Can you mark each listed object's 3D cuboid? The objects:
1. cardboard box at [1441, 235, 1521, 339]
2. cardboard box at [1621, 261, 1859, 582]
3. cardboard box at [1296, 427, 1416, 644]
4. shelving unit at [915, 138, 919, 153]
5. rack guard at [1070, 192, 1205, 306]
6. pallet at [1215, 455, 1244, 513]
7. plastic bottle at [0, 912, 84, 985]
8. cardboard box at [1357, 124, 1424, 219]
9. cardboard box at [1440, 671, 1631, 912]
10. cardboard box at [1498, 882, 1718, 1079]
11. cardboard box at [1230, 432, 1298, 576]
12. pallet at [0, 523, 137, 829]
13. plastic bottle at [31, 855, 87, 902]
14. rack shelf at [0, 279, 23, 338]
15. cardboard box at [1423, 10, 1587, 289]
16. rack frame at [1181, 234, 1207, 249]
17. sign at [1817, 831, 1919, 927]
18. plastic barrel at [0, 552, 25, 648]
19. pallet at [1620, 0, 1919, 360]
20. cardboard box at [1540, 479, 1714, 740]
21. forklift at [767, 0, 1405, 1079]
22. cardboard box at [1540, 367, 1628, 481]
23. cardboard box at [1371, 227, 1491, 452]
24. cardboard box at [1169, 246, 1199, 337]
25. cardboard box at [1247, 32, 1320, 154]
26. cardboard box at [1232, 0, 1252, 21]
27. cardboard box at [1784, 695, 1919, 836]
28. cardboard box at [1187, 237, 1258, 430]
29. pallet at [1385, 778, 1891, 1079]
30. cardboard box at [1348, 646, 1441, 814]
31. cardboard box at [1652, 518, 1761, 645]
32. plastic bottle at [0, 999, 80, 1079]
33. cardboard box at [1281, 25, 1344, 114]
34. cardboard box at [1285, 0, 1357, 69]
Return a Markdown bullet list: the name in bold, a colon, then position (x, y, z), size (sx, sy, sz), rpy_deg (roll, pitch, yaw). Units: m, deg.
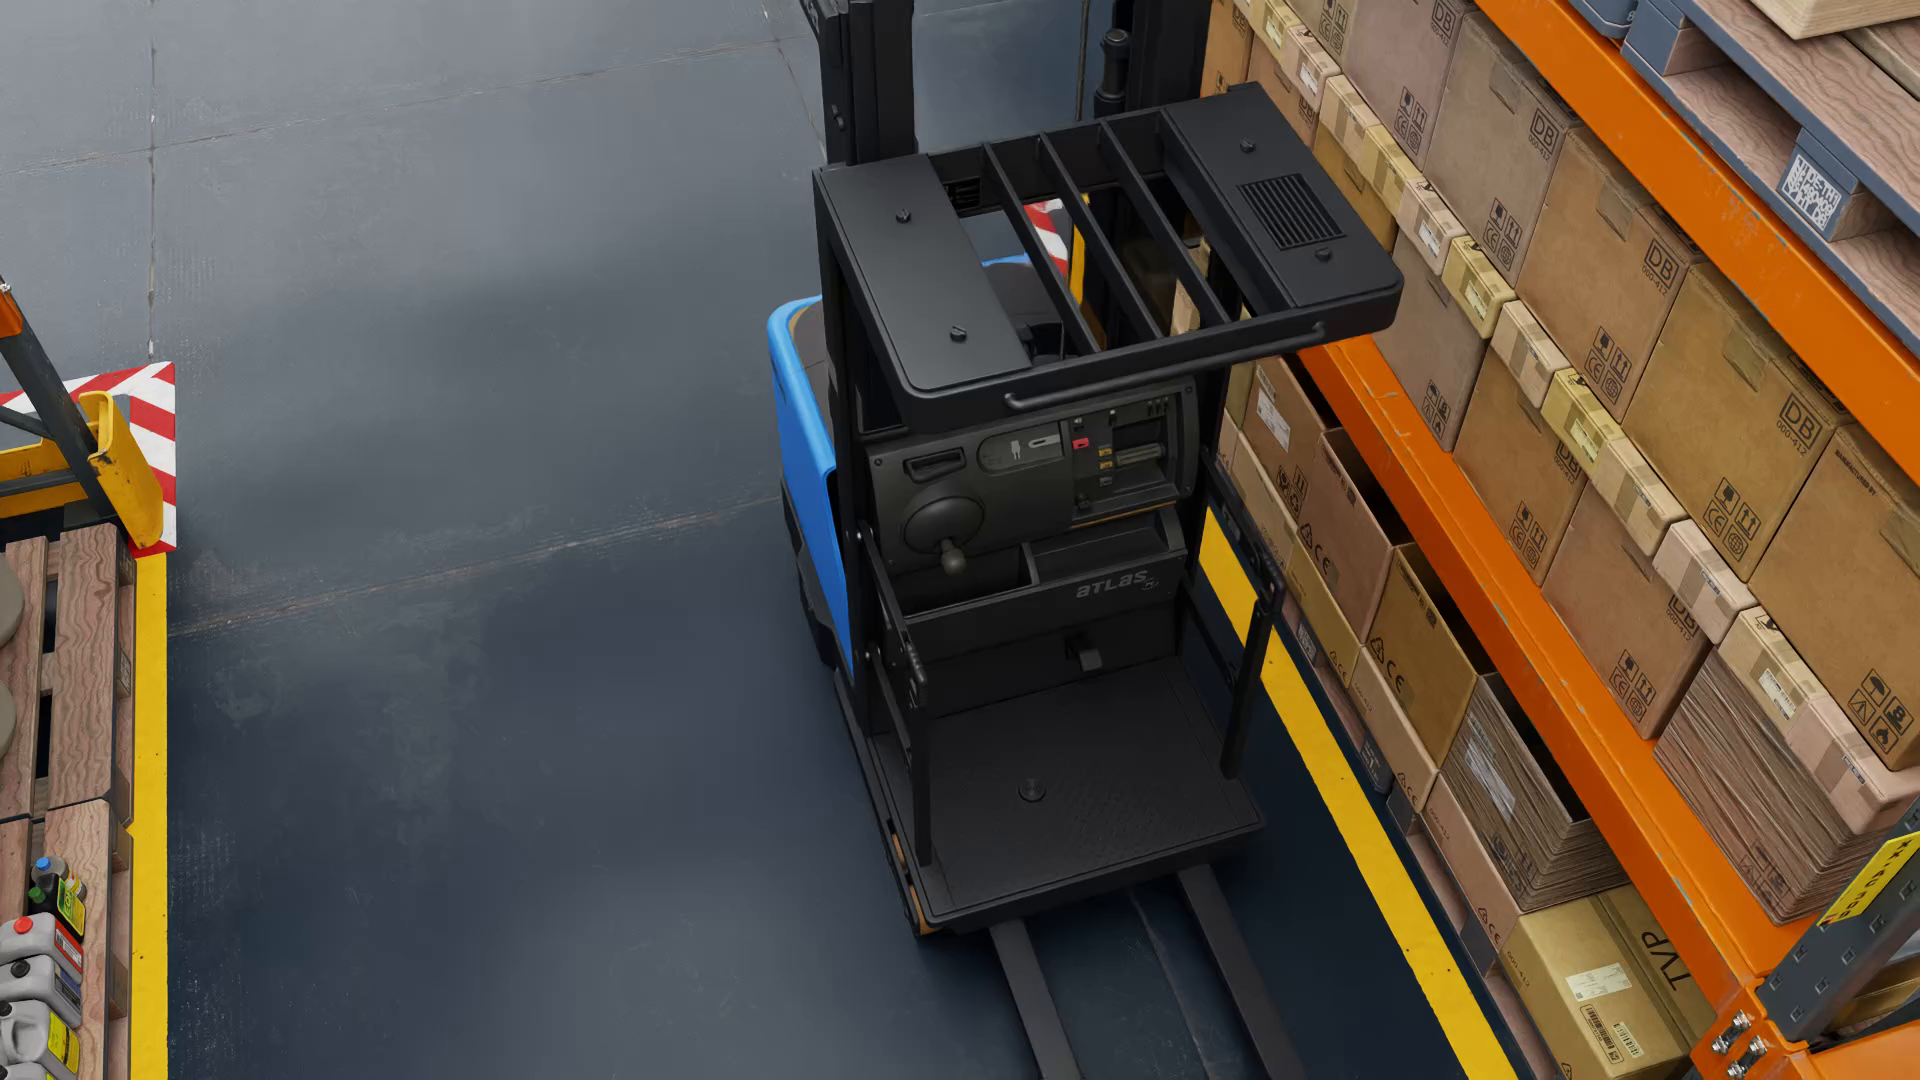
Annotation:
- **cardboard box**: position (1.509, -0.696, 4.385), size (0.380, 0.149, 0.250), rpy_deg (-12, 51, -10)
- **cardboard box**: position (1.962, -0.325, 3.649), size (0.700, 0.500, 0.500), rpy_deg (-13, 51, -11)
- **cardboard box**: position (1.454, -0.058, 5.370), size (0.500, 0.500, 0.500), rpy_deg (-13, 51, -11)
- **shelving unit**: position (-0.187, -0.825, 6.161), size (0.258, 1.200, 0.503), rpy_deg (-14, 51, -11)
- **rack guard**: position (1.060, -1.317, 7.033), size (1.175, 0.500, 0.348), rpy_deg (-13, 51, -11)
- **pallet**: position (1.333, -0.657, 6.666), size (1.003, 0.211, 1.213), rpy_deg (-13, 51, -11)
- **plastic bottle**: position (-2.656, 1.181, 4.786), size (0.152, 0.276, 0.135), rpy_deg (-13, 51, -11)
- **cardboard box**: position (1.360, -1.071, 4.701), size (0.380, 0.149, 0.250), rpy_deg (-14, 51, -11)
- **cardboard box**: position (1.767, 0.669, 4.758), size (0.500, 0.500, 0.500), rpy_deg (-13, 51, -11)
- **cardboard box**: position (1.904, 1.278, 4.734), size (0.500, 0.250, 0.500), rpy_deg (-13, 51, -11)
- **cardboard box**: position (1.312, -0.183, 5.966), size (0.500, 0.250, 0.500), rpy_deg (-13, 51, -11)
- **pallet**: position (-3.363, 0.550, 5.648), size (1.003, 0.211, 1.213), rpy_deg (-13, 51, -11)
- **plastic bottle**: position (-2.704, 1.015, 4.975), size (0.097, 0.201, 0.097), rpy_deg (0, 50, 0)
- **rack shelf**: position (-3.074, 0.705, 4.164), size (1.077, 0.370, 4.000), rpy_deg (-13, 51, -11)
- **cardboard box**: position (1.667, -1.056, 4.265), size (0.700, 0.500, 0.500), rpy_deg (-13, 51, -11)
- **rack frame**: position (1.067, -2.105, 6.063), size (1.000, 3.000, 0.127), rpy_deg (-13, 51, -11)
- **sign**: position (1.720, 0.638, 3.132), size (0.100, 0.325, 0.005), rpy_deg (-13, 51, -11)
- **plastic barrel**: position (-3.398, 0.142, 5.521), size (0.421, 0.512, 0.421), rpy_deg (0, 50, 0)
- **pallet**: position (1.973, -0.739, 3.007), size (1.003, 0.211, 1.213), rpy_deg (-13, 51, -11)
- **cardboard box**: position (1.951, 0.078, 4.157), size (0.700, 0.500, 0.500), rpy_deg (-14, 51, -11)
- **forklift**: position (0.279, -0.068, 4.391), size (1.130, 2.935, 3.031), rpy_deg (-14, 51, -11)
- **cardboard box**: position (1.666, -0.319, 4.067), size (0.380, 0.149, 0.250), rpy_deg (-14, 51, -11)
- **cardboard box**: position (1.653, -0.663, 4.782), size (0.700, 0.500, 0.500), rpy_deg (-12, 51, -10)
- **cardboard box**: position (1.013, -0.912, 6.581), size (0.500, 0.250, 0.500), rpy_deg (-13, 51, -11)
- **cardboard box**: position (1.353, -1.411, 5.412), size (0.700, 0.500, 0.500), rpy_deg (-12, 51, -10)
- **cardboard box**: position (1.058, -1.819, 5.332), size (0.380, 0.149, 0.250), rpy_deg (-15, 51, -12)
- **cardboard box**: position (1.965, 0.425, 3.440), size (0.380, 0.149, 0.250), rpy_deg (-13, 51, -11)
- **cardboard box**: position (1.163, -0.789, 5.987), size (0.500, 0.500, 0.500), rpy_deg (-13, 51, -11)
- **pallet**: position (2.055, 1.125, 5.164), size (1.003, 0.211, 1.213), rpy_deg (-13, 51, -11)
- **cardboard box**: position (1.604, 0.549, 5.349), size (0.500, 0.250, 0.500), rpy_deg (-13, 51, -11)
- **cardboard box**: position (1.814, 0.053, 3.754), size (0.380, 0.149, 0.250), rpy_deg (-15, 51, -12)
- **plastic bottle**: position (-2.562, 1.378, 4.571), size (0.144, 0.351, 0.185), rpy_deg (-11, 51, -9)
- **cardboard box**: position (1.203, -1.452, 5.022), size (0.380, 0.149, 0.250), rpy_deg (-14, 51, -12)
- **cardboard box**: position (1.369, -1.790, 4.883), size (0.700, 0.500, 0.500), rpy_deg (-15, 51, -12)
